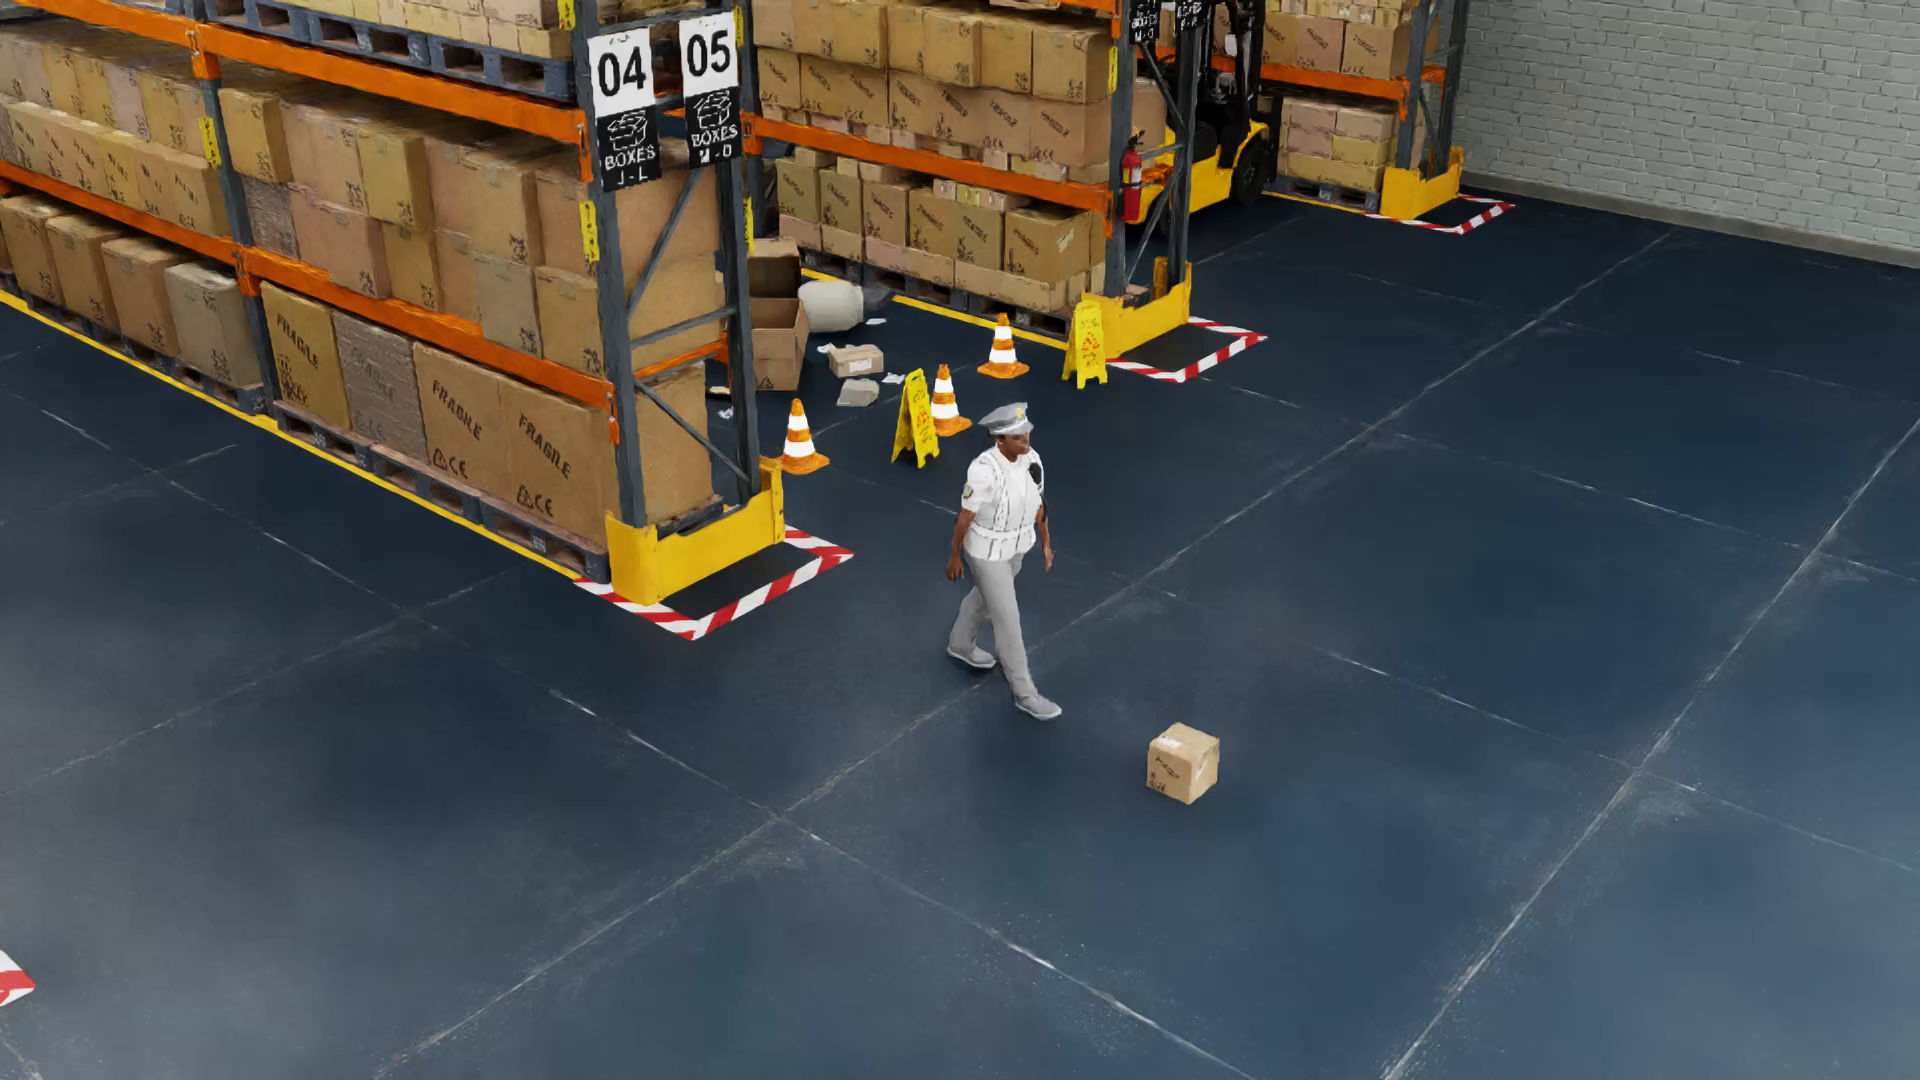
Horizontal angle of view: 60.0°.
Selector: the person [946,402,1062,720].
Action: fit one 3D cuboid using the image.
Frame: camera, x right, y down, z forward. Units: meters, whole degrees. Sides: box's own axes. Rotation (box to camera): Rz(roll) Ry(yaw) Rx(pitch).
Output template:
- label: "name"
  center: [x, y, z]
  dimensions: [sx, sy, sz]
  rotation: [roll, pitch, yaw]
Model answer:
- label: "person"
  center: [0.262, 0.051, 8.502]
  dimensions: [0.519, 1.625, 0.908]
  rotation: [-24, 36, -38]
